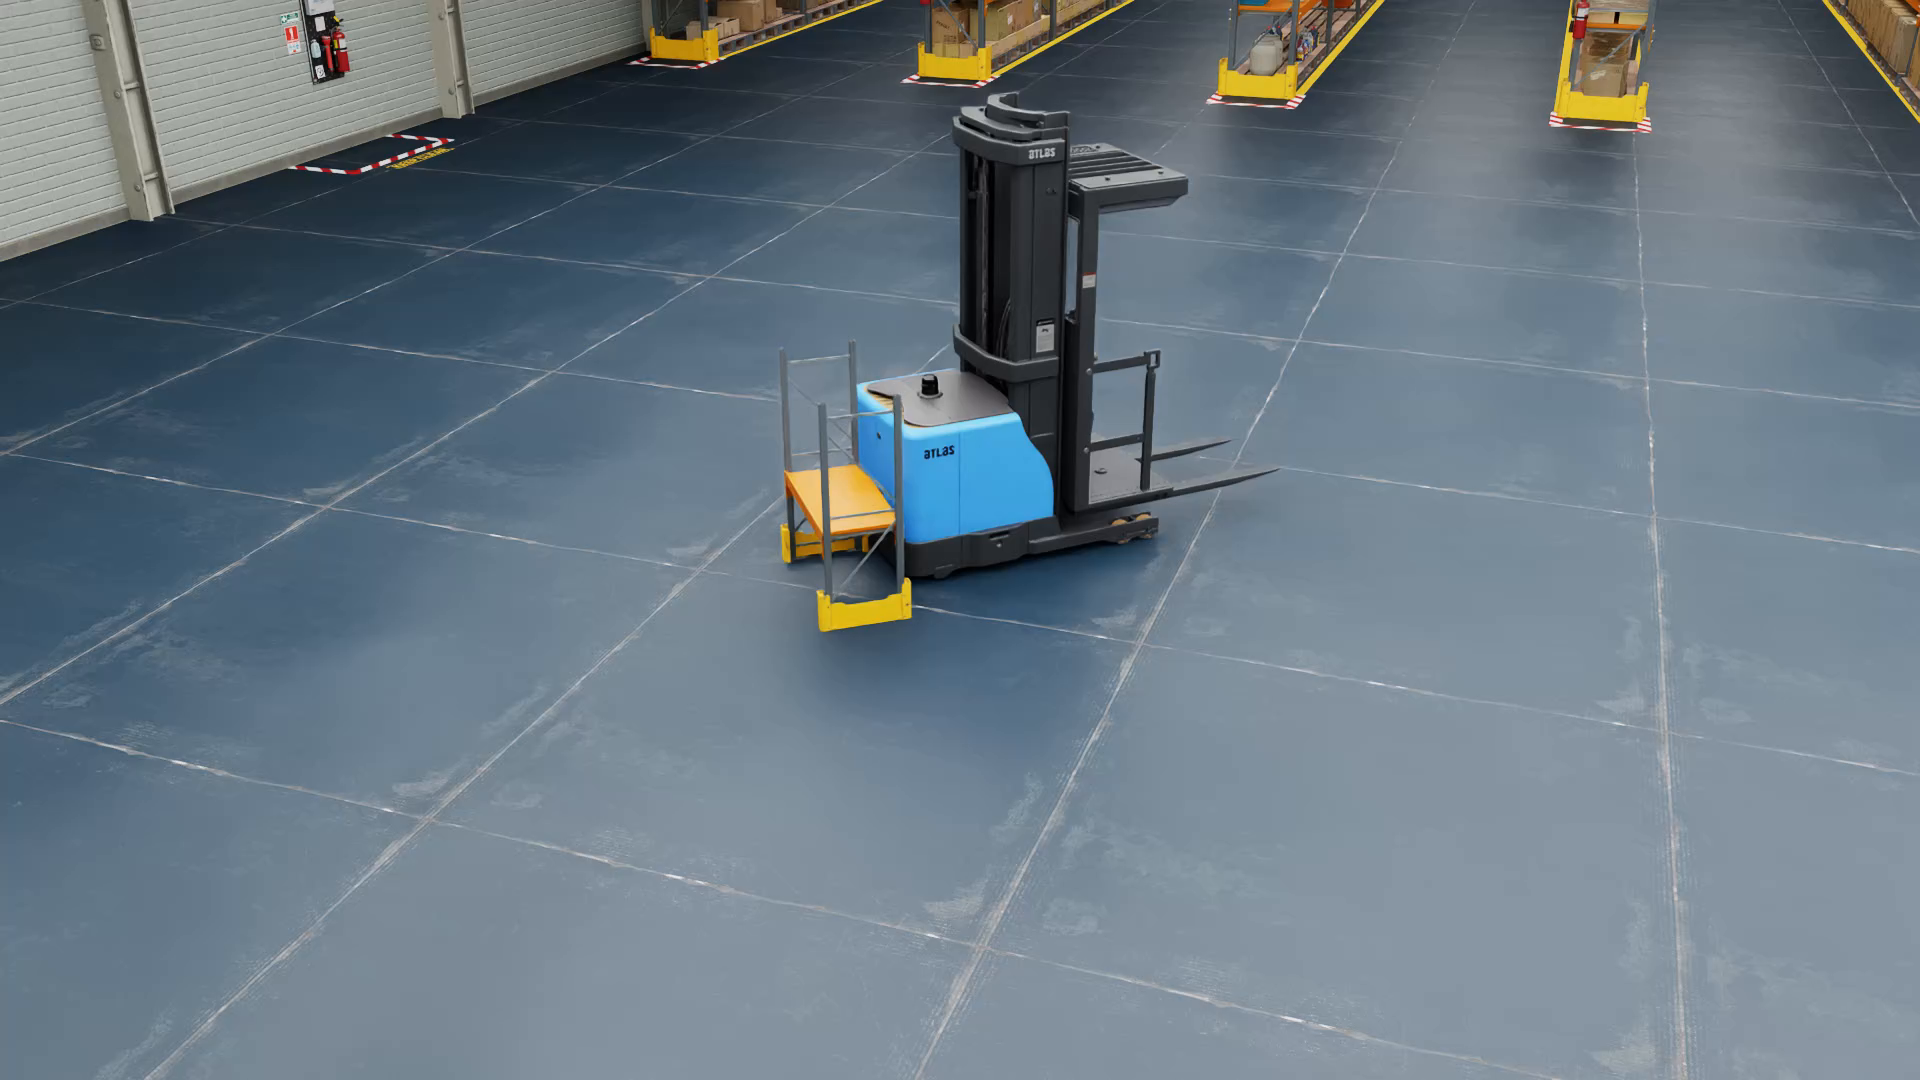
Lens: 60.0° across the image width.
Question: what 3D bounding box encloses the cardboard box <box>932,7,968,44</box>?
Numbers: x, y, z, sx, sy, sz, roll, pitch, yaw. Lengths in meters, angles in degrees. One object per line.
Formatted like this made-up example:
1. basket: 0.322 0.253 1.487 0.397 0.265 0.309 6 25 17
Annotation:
1. cardboard box: -0.182 -8.447 27.291 0.500 0.500 0.500 9 27 17

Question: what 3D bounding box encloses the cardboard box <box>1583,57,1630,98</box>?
1. cardboard box: 9.484 -6.775 24.410 0.500 0.500 0.500 14 29 27

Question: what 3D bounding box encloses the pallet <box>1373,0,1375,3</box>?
1. pallet: 8.287 -11.540 35.066 1.003 0.211 1.213 9 27 17

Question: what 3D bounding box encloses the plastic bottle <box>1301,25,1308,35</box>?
1. plastic bottle: 5.842 -8.539 28.202 0.144 0.351 0.185 9 27 17

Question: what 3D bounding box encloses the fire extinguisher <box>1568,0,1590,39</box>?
1. fire extinguisher: 8.788 -7.442 23.490 0.296 0.674 0.183 9 27 17

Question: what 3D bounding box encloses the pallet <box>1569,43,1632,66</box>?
1. pallet: 10.849 -8.166 28.096 1.003 0.211 1.213 9 27 17

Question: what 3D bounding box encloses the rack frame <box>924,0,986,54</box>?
1. rack frame: -0.080 -8.895 26.402 1.000 3.000 0.127 9 27 17

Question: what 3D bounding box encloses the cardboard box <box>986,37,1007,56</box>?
1. cardboard box: 0.471 -8.240 27.724 0.500 0.250 0.500 9 27 17

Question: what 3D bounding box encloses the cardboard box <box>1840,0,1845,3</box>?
1. cardboard box: 17.706 -10.744 33.011 0.380 0.149 0.250 9 27 18

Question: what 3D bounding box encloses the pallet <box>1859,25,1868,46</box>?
1. pallet: 16.827 -9.049 29.921 1.003 0.211 1.213 9 27 17

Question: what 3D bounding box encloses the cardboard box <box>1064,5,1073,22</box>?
1. cardboard box: 1.790 -9.830 31.007 0.500 0.250 0.500 9 27 19

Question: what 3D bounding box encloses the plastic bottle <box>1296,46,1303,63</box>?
1. plastic bottle: 5.487 -7.845 26.860 0.097 0.271 0.097 0 26 0

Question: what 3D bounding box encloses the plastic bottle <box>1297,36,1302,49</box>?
1. plastic bottle: 5.648 -8.225 27.631 0.061 0.283 0.133 9 27 17

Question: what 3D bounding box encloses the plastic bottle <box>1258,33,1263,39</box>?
1. plastic bottle: 4.995 -8.224 27.552 0.144 0.351 0.185 10 28 20

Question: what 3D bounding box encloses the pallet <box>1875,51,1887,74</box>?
1. pallet: 15.825 -7.916 27.580 1.003 0.211 1.213 9 27 17

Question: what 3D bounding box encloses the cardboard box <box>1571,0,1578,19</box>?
1. cardboard box: 12.172 -10.257 31.173 1.225 0.875 0.875 7 27 15

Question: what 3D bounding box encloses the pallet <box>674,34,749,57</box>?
1. pallet: -4.424 -8.716 29.234 1.003 0.211 1.213 9 27 17

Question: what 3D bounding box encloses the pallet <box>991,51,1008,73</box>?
1. pallet: 0.135 -7.960 27.672 1.003 0.211 1.213 9 27 17

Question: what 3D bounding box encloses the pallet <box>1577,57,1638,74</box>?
1. pallet: 10.401 -7.564 26.854 1.003 0.211 1.213 9 27 17

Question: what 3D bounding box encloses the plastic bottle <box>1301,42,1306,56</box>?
1. plastic bottle: 5.601 -7.986 27.151 0.097 0.271 0.097 0 26 0

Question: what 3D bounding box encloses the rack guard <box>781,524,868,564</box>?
1. rack guard: -0.910 -0.010 11.206 0.587 0.250 0.087 -8 27 -17

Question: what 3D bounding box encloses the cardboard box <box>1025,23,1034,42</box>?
1. cardboard box: 0.974 -8.856 28.996 0.500 0.250 0.500 9 27 17

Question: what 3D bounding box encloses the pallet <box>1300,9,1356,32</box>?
1. pallet: 6.957 -9.895 31.667 1.003 0.211 1.213 9 27 17

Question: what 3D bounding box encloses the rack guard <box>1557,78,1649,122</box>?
1. rack guard: 9.286 -6.363 24.041 1.175 0.500 0.348 9 27 17

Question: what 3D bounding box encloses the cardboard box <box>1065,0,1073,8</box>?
1. cardboard box: 1.795 -10.081 30.882 0.500 0.311 0.500 8 27 17

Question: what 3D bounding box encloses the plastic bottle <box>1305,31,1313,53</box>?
1. plastic bottle: 5.807 -8.306 27.722 0.144 0.351 0.185 9 27 17

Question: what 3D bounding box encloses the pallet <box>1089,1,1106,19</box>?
1. pallet: 2.271 -10.595 33.113 1.003 0.211 1.213 9 27 17

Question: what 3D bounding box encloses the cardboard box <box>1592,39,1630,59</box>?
1. cardboard box: 10.105 -7.503 25.914 0.500 0.500 0.500 6 27 13

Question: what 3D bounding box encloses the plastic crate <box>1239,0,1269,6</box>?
1. plastic crate: 4.474 -8.357 25.462 0.499 0.251 0.616 9 27 17

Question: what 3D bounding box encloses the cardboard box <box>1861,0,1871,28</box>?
1. cardboard box: 16.715 -9.569 30.180 0.500 0.500 0.500 10 28 20

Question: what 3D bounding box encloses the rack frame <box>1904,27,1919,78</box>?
1. rack frame: 15.235 -8.340 25.256 1.000 3.000 0.127 9 27 17

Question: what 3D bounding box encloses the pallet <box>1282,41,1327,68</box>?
1. pallet: 5.658 -8.294 28.361 1.003 0.211 1.213 9 27 17

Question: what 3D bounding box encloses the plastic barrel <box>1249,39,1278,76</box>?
1. plastic barrel: 4.736 -7.526 25.948 0.421 0.512 0.421 0 26 0

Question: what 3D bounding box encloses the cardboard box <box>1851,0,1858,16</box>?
1. cardboard box: 17.227 -10.208 31.502 0.500 0.500 0.500 10 28 20

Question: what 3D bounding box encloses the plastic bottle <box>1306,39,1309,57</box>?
1. plastic bottle: 5.702 -8.110 27.408 0.097 0.271 0.097 0 26 0

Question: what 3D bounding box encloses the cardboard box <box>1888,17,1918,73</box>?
1. cardboard box: 15.357 -7.784 26.208 1.050 0.750 0.750 9 27 17

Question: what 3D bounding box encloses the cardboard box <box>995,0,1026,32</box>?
1. cardboard box: 0.810 -8.988 28.408 0.500 0.500 0.500 9 27 17

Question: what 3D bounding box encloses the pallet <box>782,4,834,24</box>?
1. pallet: -3.164 -10.320 32.547 1.003 0.211 1.213 9 27 17

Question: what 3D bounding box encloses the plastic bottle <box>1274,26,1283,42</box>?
1. plastic bottle: 5.397 -8.532 28.188 0.144 0.351 0.185 9 27 17

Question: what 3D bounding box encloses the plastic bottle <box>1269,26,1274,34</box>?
1. plastic bottle: 5.261 -8.553 28.231 0.144 0.351 0.185 10 27 19

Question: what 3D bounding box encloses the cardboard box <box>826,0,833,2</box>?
1. cardboard box: -2.860 -11.057 33.231 0.700 0.500 0.500 9 27 18

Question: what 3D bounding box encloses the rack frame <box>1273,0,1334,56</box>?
1. rack frame: 5.921 -9.819 28.311 1.000 3.000 0.127 9 27 17

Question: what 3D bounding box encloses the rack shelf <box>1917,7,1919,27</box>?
1. rack shelf: 14.569 -7.194 23.715 1.077 0.370 4.000 9 27 17

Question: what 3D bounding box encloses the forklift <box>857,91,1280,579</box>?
1. forklift: 0.810 -1.487 11.181 3.031 2.935 1.130 -12 28 -23

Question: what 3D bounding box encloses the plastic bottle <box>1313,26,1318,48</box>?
1. plastic bottle: 5.978 -8.518 28.159 0.144 0.351 0.185 8 27 16

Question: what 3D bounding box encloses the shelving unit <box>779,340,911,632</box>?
1. shelving unit: -0.752 -0.366 10.509 0.587 1.500 1.083 -8 27 -17

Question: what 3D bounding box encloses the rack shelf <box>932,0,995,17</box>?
1. rack shelf: 0.585 -9.393 28.257 1.077 0.370 4.000 9 27 17

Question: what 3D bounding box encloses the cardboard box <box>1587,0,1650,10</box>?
1. cardboard box: 9.469 -7.858 23.804 0.875 0.500 0.500 9 27 17

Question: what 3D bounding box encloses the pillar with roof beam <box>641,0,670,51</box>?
1. pillar with roof beam: -1.276 -12.101 26.139 9.100 9.000 0.400 9 27 17

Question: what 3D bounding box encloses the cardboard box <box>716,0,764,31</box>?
1. cardboard box: -3.957 -9.484 29.984 0.700 0.500 0.500 7 27 14

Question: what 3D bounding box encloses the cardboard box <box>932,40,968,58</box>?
1. cardboard box: -0.180 -8.109 27.454 0.500 0.250 0.500 9 27 17

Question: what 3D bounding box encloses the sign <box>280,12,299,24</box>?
1. sign: -8.462 -6.592 20.997 0.001 0.109 0.331 9 27 17

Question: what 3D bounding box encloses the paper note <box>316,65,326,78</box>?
1. paper note: -8.315 -6.090 21.620 0.016 0.148 0.142 9 27 17

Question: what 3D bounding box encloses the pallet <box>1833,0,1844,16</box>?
1. pallet: 18.087 -10.653 33.234 1.003 0.211 1.213 9 27 17

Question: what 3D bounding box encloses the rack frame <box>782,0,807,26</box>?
1. rack frame: -3.422 -11.255 31.278 1.000 3.000 0.127 9 27 17

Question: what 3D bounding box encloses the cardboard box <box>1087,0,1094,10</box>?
1. cardboard box: 2.298 -10.464 32.316 0.500 0.250 0.500 9 27 19

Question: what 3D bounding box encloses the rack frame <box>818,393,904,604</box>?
1. rack frame: -0.588 -0.152 10.067 0.500 1.500 0.032 -8 27 -17

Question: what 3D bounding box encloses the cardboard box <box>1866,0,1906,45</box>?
1. cardboard box: 16.279 -8.923 28.560 1.050 0.750 0.750 8 27 17
